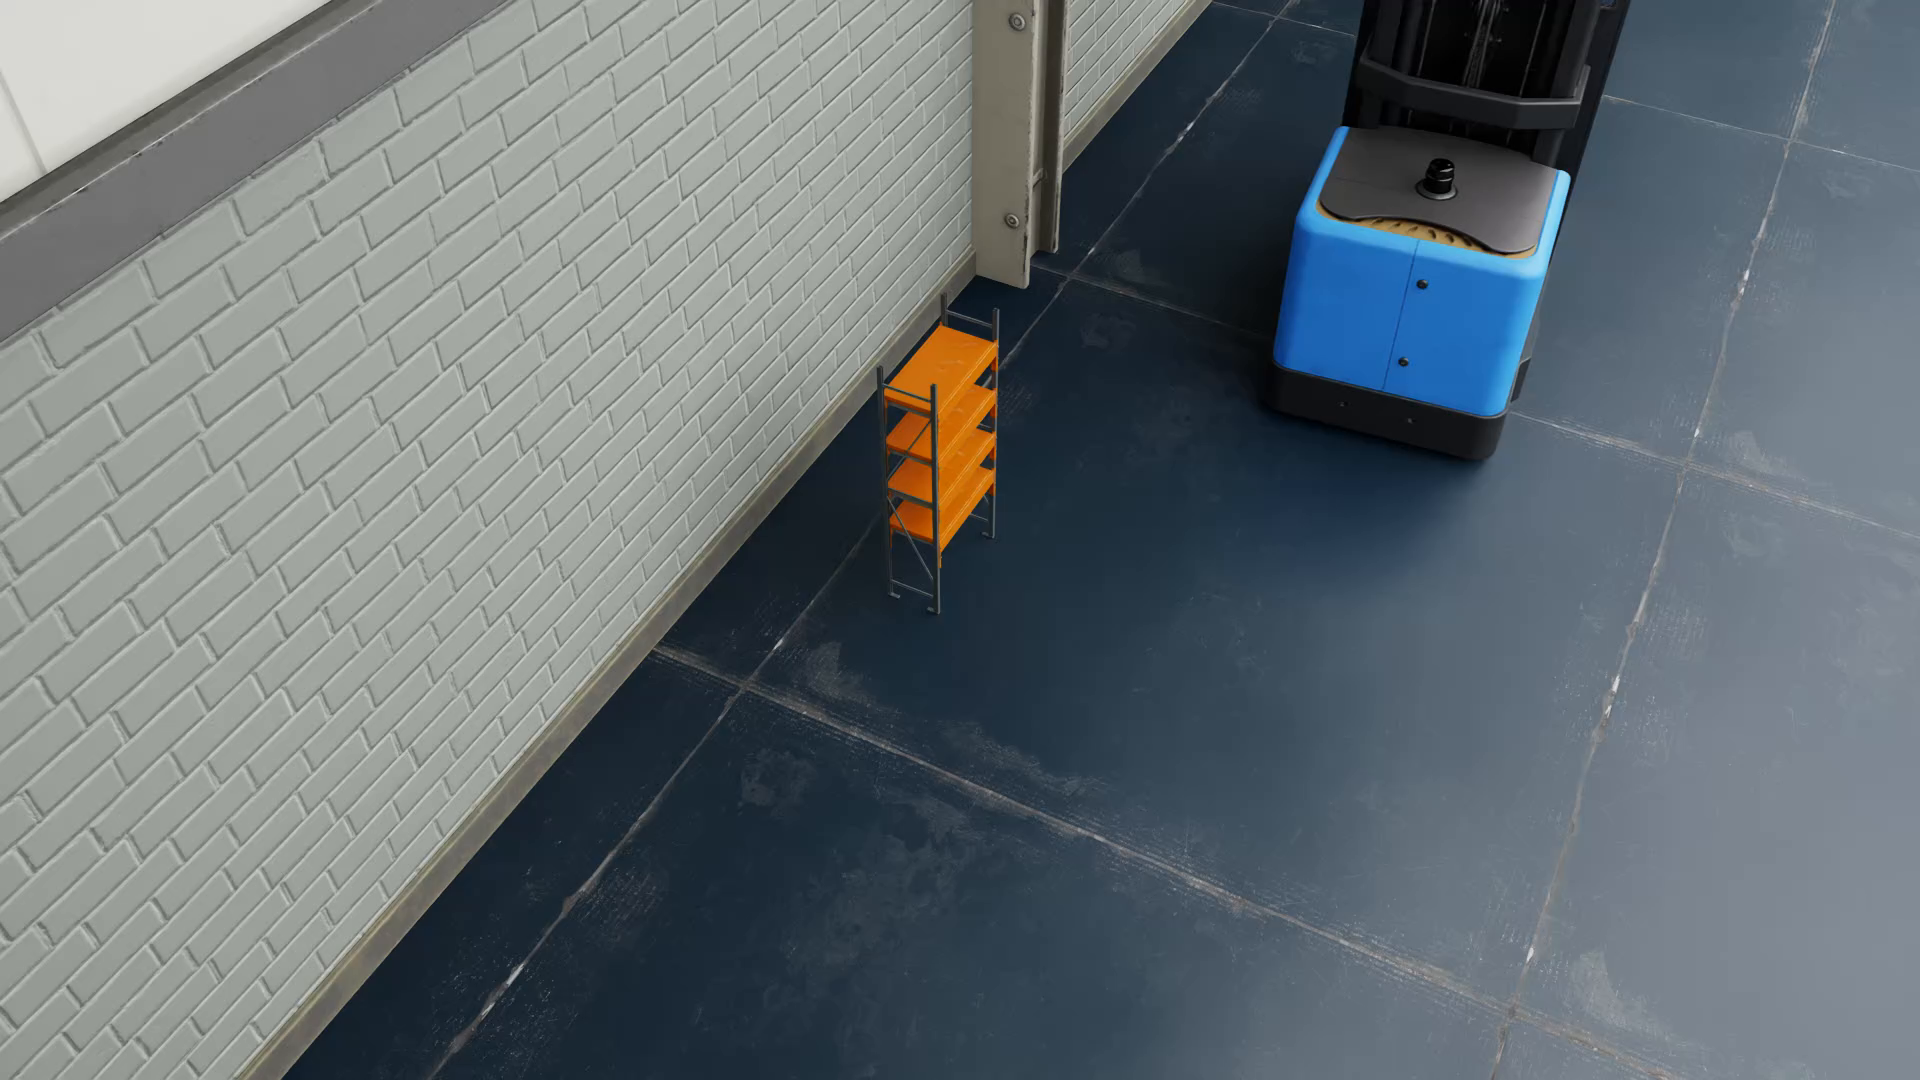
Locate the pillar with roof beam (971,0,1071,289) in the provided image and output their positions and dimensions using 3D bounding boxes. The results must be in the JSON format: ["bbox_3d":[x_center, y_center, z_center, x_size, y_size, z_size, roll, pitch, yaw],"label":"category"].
[{"bbox_3d":[4.089,-3.163,3.829,9.100,9.000,0.400,20,49,19],"label":"pillar with roof beam"}]

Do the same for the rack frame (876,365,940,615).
[{"bbox_3d":[-0.190,-0.164,6.348,0.240,1.200,0.015,20,49,19],"label":"rack frame"}]

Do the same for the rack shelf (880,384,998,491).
[{"bbox_3d":[-0.077,-0.427,6.389,0.258,0.148,0.480,20,49,19],"label":"rack shelf"}]

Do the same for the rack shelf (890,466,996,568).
[{"bbox_3d":[-0.077,-0.131,6.689,0.258,0.148,0.480,20,49,19],"label":"rack shelf"}]

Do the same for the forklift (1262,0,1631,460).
[{"bbox_3d":[2.399,-2.446,7.386,1.130,2.935,3.031,16,48,15],"label":"forklift"}]

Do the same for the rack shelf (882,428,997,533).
[{"bbox_3d":[-0.077,-0.270,6.548,0.258,0.148,0.480,20,49,19],"label":"rack shelf"}]

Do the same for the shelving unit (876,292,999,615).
[{"bbox_3d":[-0.077,-0.317,6.500,0.258,1.200,0.503,20,49,19],"label":"shelving unit"}]

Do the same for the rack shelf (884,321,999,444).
[{"bbox_3d":[-0.077,-0.594,6.221,0.258,0.148,0.480,20,49,19],"label":"rack shelf"}]

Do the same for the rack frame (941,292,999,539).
[{"bbox_3d":[0.036,-0.471,6.652,0.240,1.200,0.015,20,49,19],"label":"rack frame"}]
